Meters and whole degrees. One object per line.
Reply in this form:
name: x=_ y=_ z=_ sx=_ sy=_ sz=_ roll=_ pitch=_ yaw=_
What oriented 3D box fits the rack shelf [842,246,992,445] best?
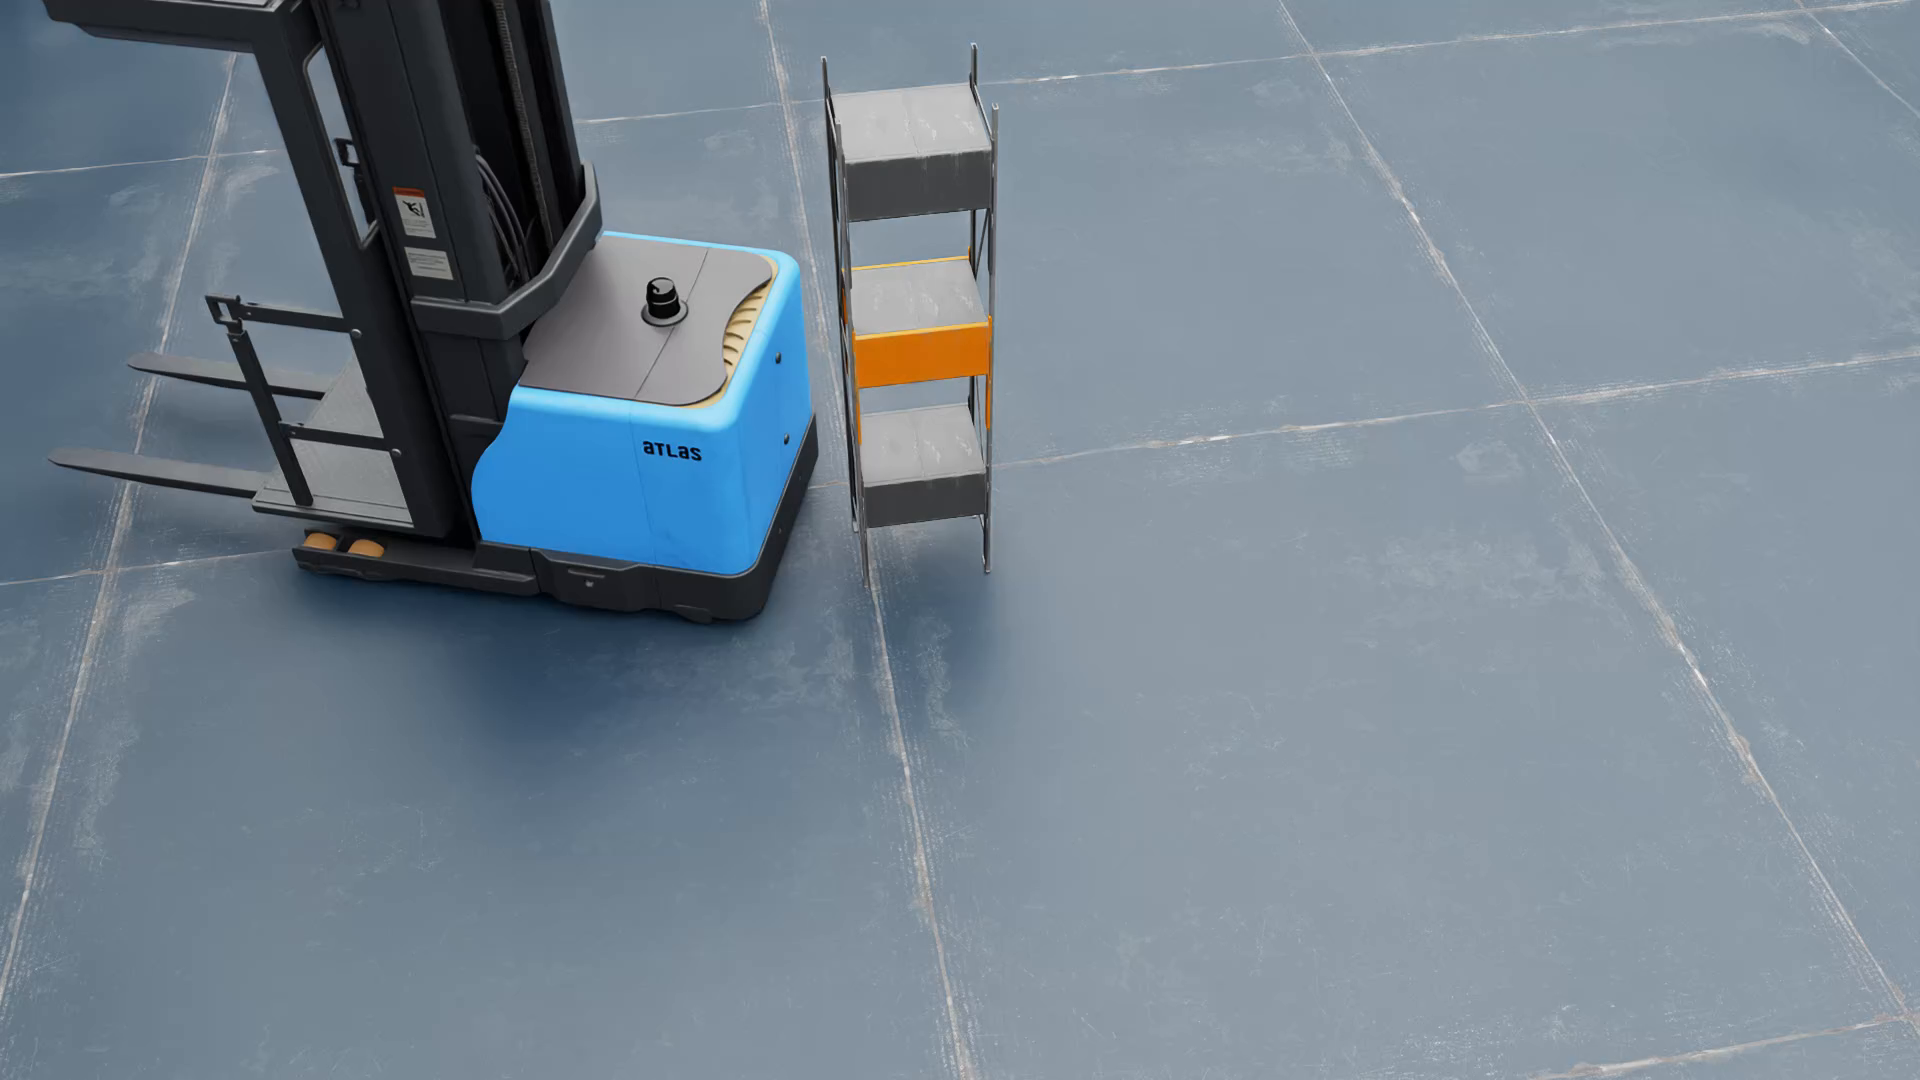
rack shelf: x=-0.163 y=-0.699 z=5.984 sx=0.480 sy=0.518 sz=0.431 roll=-7 pitch=46 yaw=-7

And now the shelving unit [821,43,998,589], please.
shelving unit: x=-0.163 y=-0.708 z=5.974 sx=0.503 sy=2.100 sz=0.431 roll=-7 pitch=46 yaw=-7

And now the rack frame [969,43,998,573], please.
rack frame: x=0.077 y=-0.738 z=6.003 sx=0.015 sy=2.100 sz=0.400 roll=-7 pitch=46 yaw=-7

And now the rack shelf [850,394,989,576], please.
rack shelf: x=-0.163 y=-0.213 z=6.488 sx=0.480 sy=0.518 sz=0.431 roll=-7 pitch=46 yaw=-7

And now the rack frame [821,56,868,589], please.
rack frame: x=-0.404 y=-0.678 z=5.945 sx=0.015 sy=2.100 sz=0.400 roll=-7 pitch=46 yaw=-7

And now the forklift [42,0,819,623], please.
forklift: x=-2.163 y=-1.223 z=5.893 sx=3.031 sy=2.935 sz=1.130 roll=8 pitch=47 yaw=7

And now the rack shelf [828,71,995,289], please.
rack shelf: x=-0.163 y=-1.184 z=5.480 sx=0.480 sy=0.518 sz=0.431 roll=-7 pitch=46 yaw=-7
